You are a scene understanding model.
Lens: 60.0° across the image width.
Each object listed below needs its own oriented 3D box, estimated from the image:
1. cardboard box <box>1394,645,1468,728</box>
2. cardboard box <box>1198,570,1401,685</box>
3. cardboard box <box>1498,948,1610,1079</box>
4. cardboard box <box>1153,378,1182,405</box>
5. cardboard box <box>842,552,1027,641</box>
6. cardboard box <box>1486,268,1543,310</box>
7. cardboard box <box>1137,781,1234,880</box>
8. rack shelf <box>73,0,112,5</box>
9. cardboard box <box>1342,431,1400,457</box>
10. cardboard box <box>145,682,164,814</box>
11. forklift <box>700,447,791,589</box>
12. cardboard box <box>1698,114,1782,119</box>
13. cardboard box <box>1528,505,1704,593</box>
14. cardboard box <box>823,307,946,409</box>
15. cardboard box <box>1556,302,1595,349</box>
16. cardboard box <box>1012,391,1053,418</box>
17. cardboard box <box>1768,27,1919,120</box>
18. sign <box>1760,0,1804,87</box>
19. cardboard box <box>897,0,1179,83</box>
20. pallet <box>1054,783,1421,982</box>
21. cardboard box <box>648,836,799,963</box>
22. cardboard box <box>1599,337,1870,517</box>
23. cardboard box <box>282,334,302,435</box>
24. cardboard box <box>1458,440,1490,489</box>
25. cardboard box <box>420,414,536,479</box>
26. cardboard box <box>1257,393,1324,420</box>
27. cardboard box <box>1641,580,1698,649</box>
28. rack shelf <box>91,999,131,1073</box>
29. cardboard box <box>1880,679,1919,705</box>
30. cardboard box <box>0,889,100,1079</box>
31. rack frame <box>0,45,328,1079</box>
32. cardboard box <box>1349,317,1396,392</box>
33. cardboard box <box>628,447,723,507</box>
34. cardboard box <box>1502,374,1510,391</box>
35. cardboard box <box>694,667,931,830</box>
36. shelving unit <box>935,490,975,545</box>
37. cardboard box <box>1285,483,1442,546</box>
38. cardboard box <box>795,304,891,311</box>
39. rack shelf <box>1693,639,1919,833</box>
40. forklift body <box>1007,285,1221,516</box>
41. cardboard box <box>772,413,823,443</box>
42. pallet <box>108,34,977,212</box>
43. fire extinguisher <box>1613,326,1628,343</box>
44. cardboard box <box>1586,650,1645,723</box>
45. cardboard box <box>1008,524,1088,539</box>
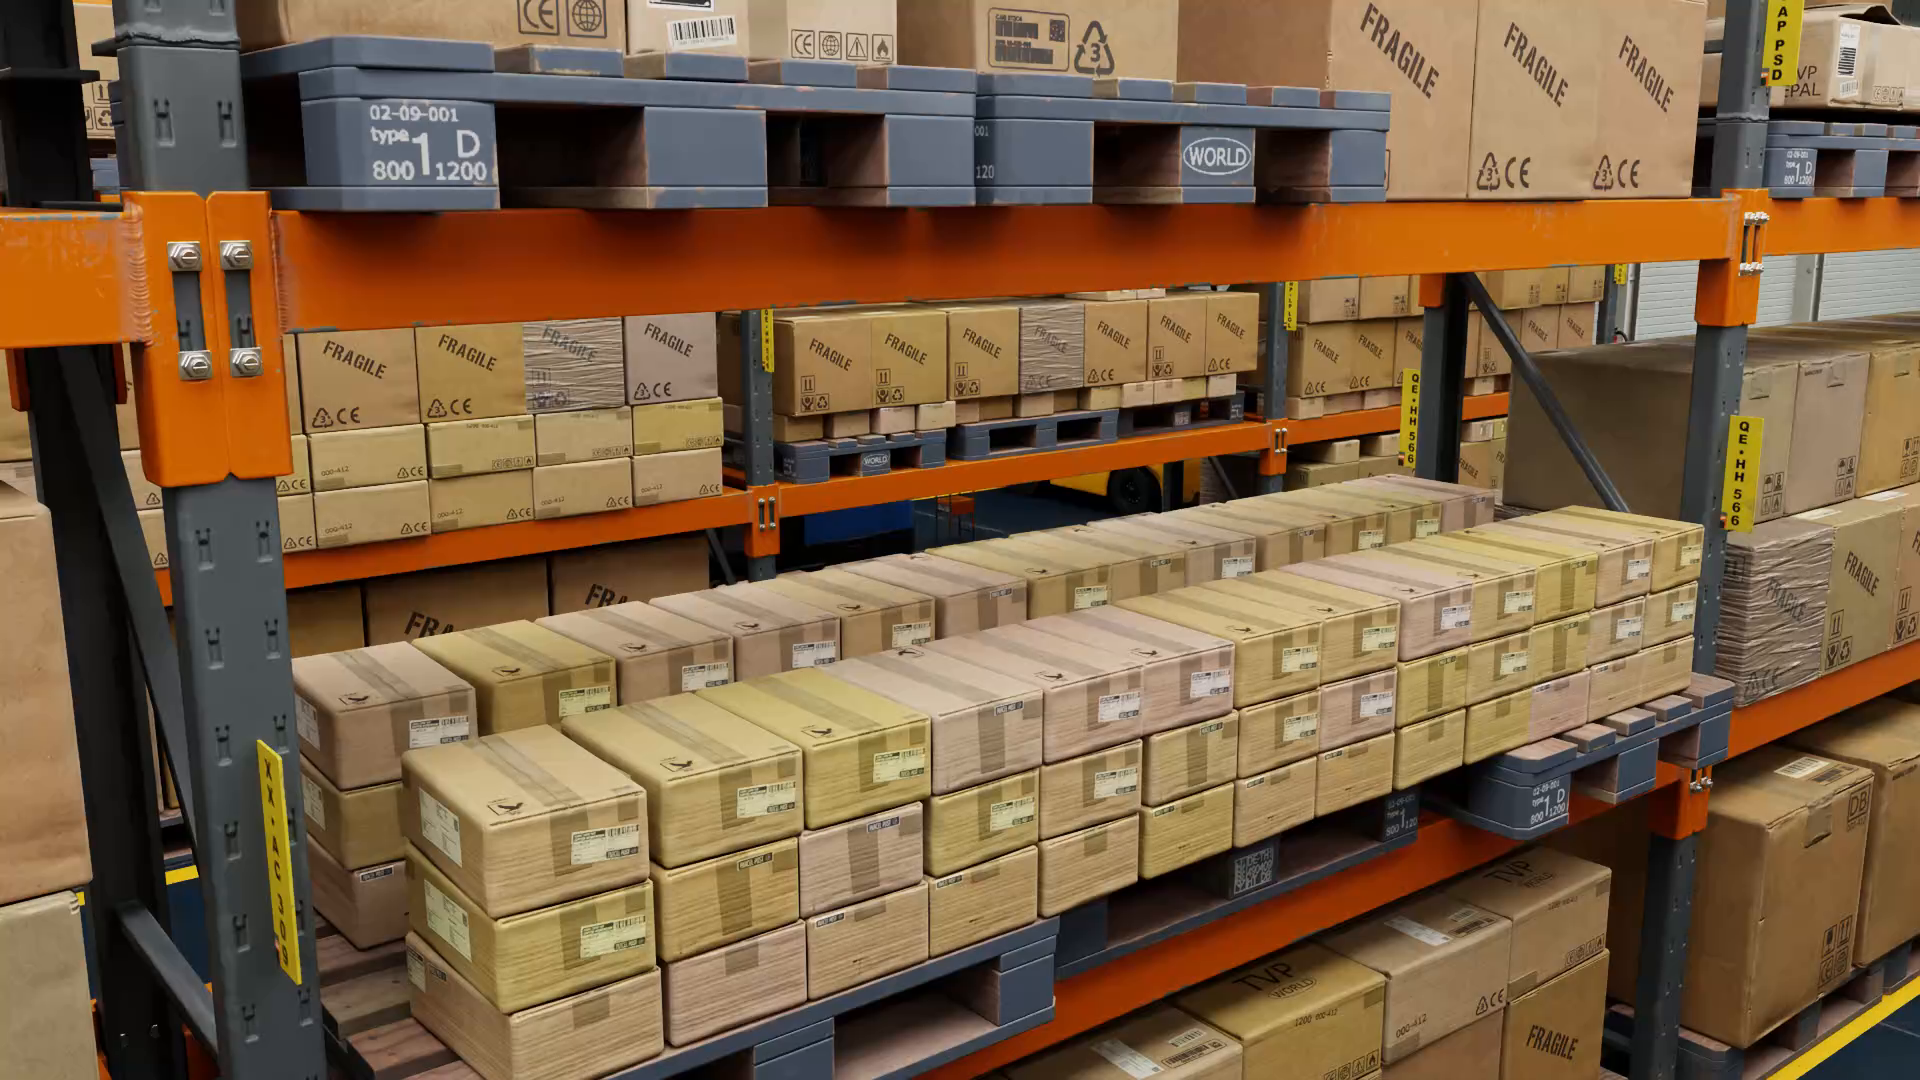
[{"bbox_3d":[0.948,0.299,3.877,0.250,0.149,0.380,-10,15,-38],"label":"cardboard box"},{"bbox_3d":[0.744,0.187,3.688,0.250,0.149,0.380,-9,15,-35],"label":"cardboard box"},{"bbox_3d":[1.501,1.400,4.819,0.500,0.500,0.500,-10,15,-38],"label":"cardboard box"},{"bbox_3d":[1.179,-0.954,10.493,0.250,0.149,0.380,-10,15,-39],"label":"cardboard box"},{"bbox_3d":[-0.062,0.148,3.872,0.250,0.149,0.380,-10,16,-40],"label":"cardboard box"},{"bbox_3d":[3.931,-2.007,12.495,0.500,0.500,0.700,-10,15,-38],"label":"cardboard box"},{"bbox_3d":[0.340,0.545,3.435,0.250,0.149,0.380,-10,15,-39],"label":"cardboard box"},{"bbox_3d":[-5.985,-3.467,10.984,4.000,0.370,1.077,-9,15,-38],"label":"rack shelf"},{"bbox_3d":[2.969,-0.704,11.966,0.250,0.149,0.380,-9,15,-35],"label":"cardboard box"},{"bbox_3d":[-4.009,0.725,7.097,0.875,0.875,0.875,-9,15,-36],"label":"cardboard box"},{"bbox_3d":[-1.794,-1.113,11.816,3.031,2.935,1.121,-10,16,-40],"label":"forklift"},{"bbox_3d":[2.480,-1.607,5.717,0.500,0.311,0.500,-9,15,-38],"label":"cardboard box"},{"bbox_3d":[1.755,0.020,4.476,0.250,0.149,0.380,-10,16,-40],"label":"cardboard box"},{"bbox_3d":[-0.421,-1.024,9.261,0.500,0.500,0.500,-8,15,-35],"label":"cardboard box"},{"bbox_3d":[4.676,-1.652,13.230,0.500,0.500,0.500,-10,15,-39],"label":"cardboard box"},{"bbox_3d":[0.343,-0.831,9.914,0.250,0.149,0.380,-9,15,-36],"label":"cardboard box"},{"bbox_3d":[2.946,-1.516,5.436,0.500,0.250,0.500,-9,15,-36],"label":"cardboard box"},{"bbox_3d":[2.189,-1.377,4.424,0.005,0.325,0.100,-9,15,-38],"label":"sign"},{"bbox_3d":[0.017,-1.128,3.238,0.637,0.503,0.797,-10,15,-38],"label":"cardboard box"},{"bbox_3d":[0.332,0.613,3.984,1.213,0.211,1.003,-9,15,-38],"label":"pallet"},{"bbox_3d":[-0.476,0.536,2.762,0.250,0.149,0.380,-10,15,-39],"label":"cardboard box"},{"bbox_3d":[2.603,-0.405,5.668,0.500,0.500,0.700,-10,15,-38],"label":"cardboard box"},{"bbox_3d":[-3.147,-0.699,7.052,0.500,0.500,0.500,-10,16,-39],"label":"cardboard box"},{"bbox_3d":[3.661,-0.521,12.664,0.500,0.500,0.500,-10,15,-39],"label":"cardboard box"},{"bbox_3d":[-2.324,-0.465,7.753,0.500,0.250,0.500,-10,16,-39],"label":"cardboard box"},{"bbox_3d":[2.250,-0.919,11.342,0.250,0.149,0.380,-10,15,-38],"label":"cardboard box"},{"bbox_3d":[1.750,0.165,4.507,0.250,0.149,0.380,-9,15,-37],"label":"cardboard box"},{"bbox_3d":[-2.833,1.386,1.613,4.000,0.370,1.077,-9,15,-38],"label":"rack shelf"},{"bbox_3d":[3.791,0.851,6.805,0.750,0.750,1.050,-9,15,-38],"label":"cardboard box"},{"bbox_3d":[-1.473,0.688,2.208,0.500,0.500,0.500,-9,15,-38],"label":"cardboard box"},{"bbox_3d":[-1.272,0.774,2.761,0.127,3.000,1.000,-9,15,-38],"label":"rack frame"},{"bbox_3d":[2.699,-1.329,11.708,0.500,0.500,0.500,-10,15,-38],"label":"cardboard box"},{"bbox_3d":[-1.552,-0.353,8.433,0.500,0.250,0.500,-10,16,-40],"label":"cardboard box"},{"bbox_3d":[4.245,-1.247,12.887,0.250,0.149,0.380,-9,15,-37],"label":"cardboard box"},{"bbox_3d":[-0.261,0.354,2.900,0.250,0.149,0.380,-9,15,-37],"label":"cardboard box"},{"bbox_3d":[-0.042,-0.507,13.487,0.252,1.050,0.215,-9,15,-38],"label":"shelving unit"},{"bbox_3d":[1.162,-0.054,4.825,0.250,0.149,0.380,-10,16,-39],"label":"cardboard box"},{"bbox_3d":[-0.741,-1.107,9.654,0.500,0.500,0.500,-10,15,-39],"label":"cardboard box"},{"bbox_3d":[3.413,0.348,6.502,4.000,0.370,1.077,-9,15,-38],"label":"rack shelf"},{"bbox_3d":[1.483,-1.420,15.138,1.214,2.155,2.313,-9,15,-38],"label":"forklift body"},{"bbox_3d":[-0.950,-0.629,8.963,0.250,0.149,0.380,-11,16,-41],"label":"cardboard box"},{"bbox_3d":[-0.723,-0.664,2.765,1.003,0.211,1.213,-9,15,-38],"label":"pallet"},{"bbox_3d":[5.305,-1.475,13.539,0.183,0.674,0.296,-9,15,-38],"label":"fire extinguisher"},{"bbox_3d":[1.559,0.343,4.385,0.250,0.149,0.380,-9,15,-38],"label":"cardboard box"},{"bbox_3d":[0.837,0.189,10.834,0.625,0.372,0.950,-8,15,-34],"label":"cardboard box"}]
